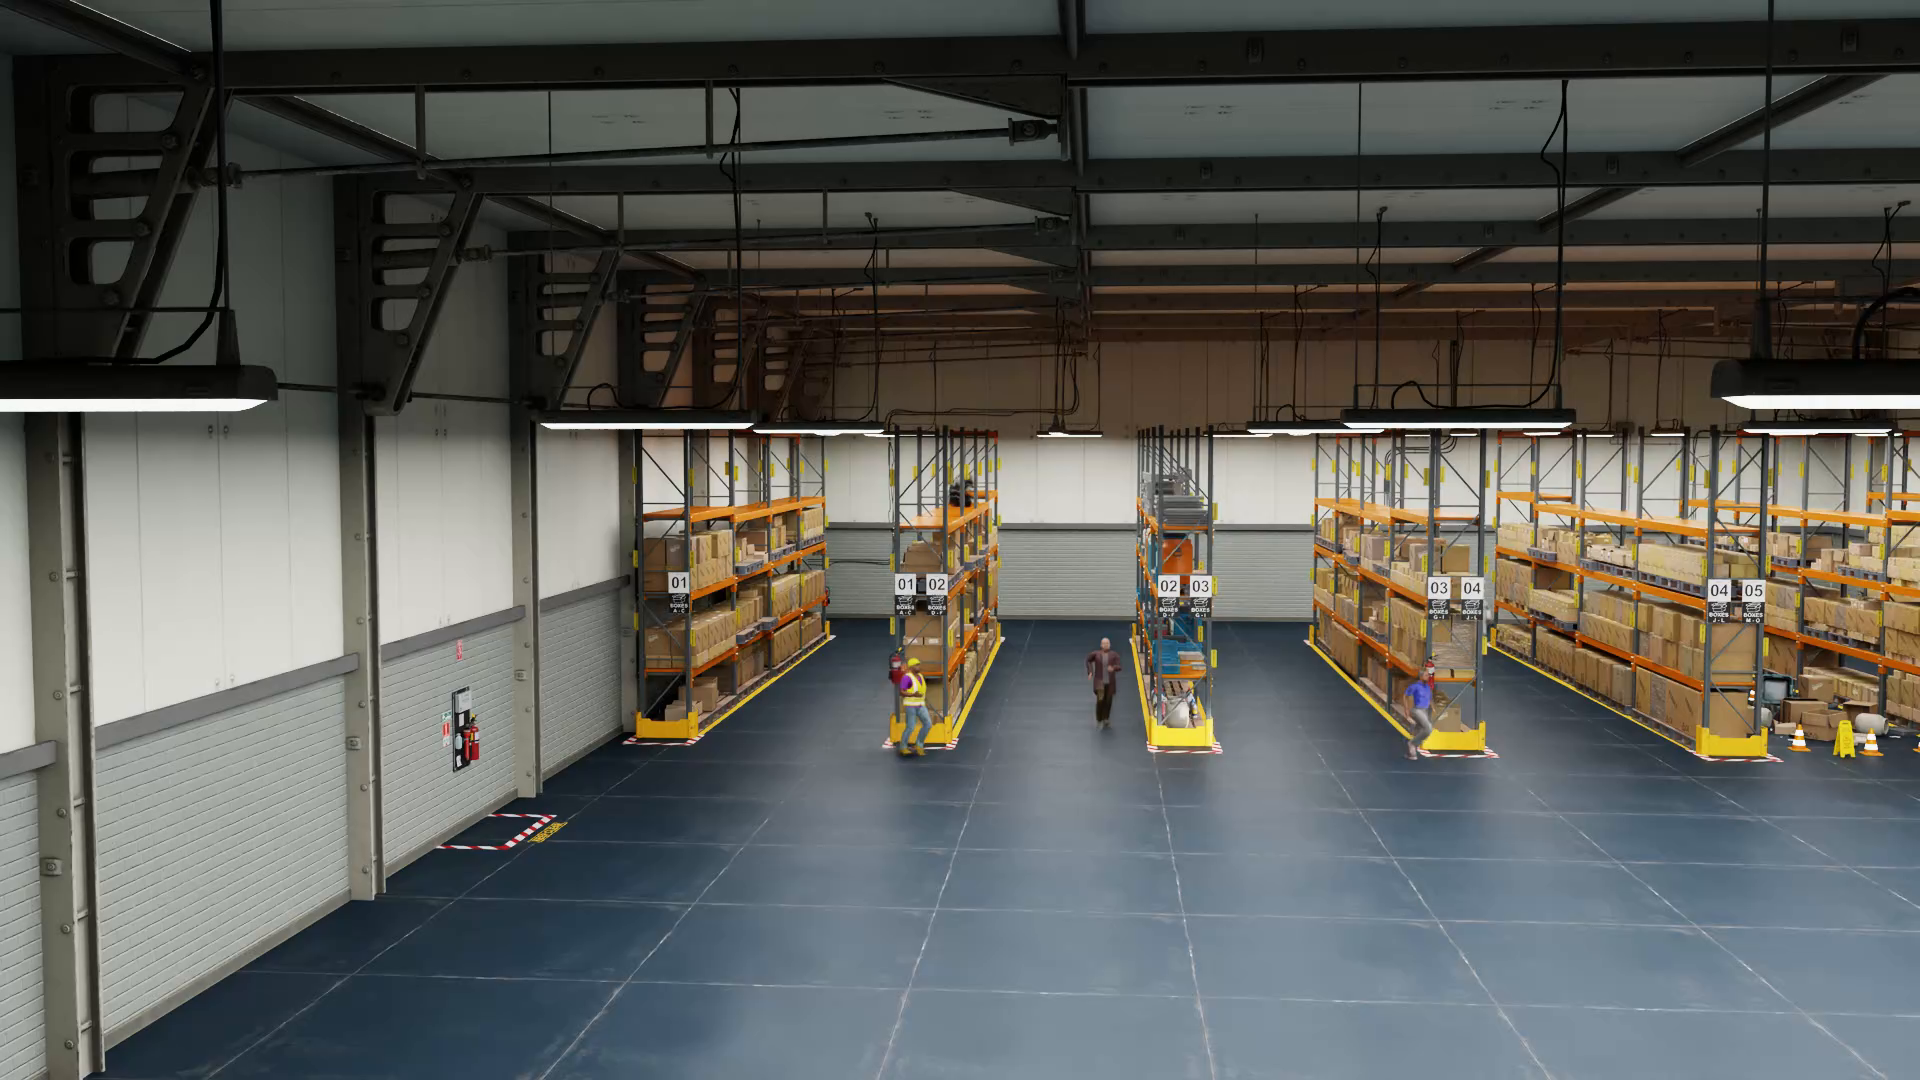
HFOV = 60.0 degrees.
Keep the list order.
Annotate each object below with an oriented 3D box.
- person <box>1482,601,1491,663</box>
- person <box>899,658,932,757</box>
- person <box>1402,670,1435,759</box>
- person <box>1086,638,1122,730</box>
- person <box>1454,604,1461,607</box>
[{"bbox_3d":[13.423,2.244,43.176,0.717,1.789,1.041,0,3,6],"label":"person"},{"bbox_3d":[-0.803,3.034,30.125,0.627,1.795,0.705,3,5,42],"label":"person"},{"bbox_3d":[8.302,3.186,29.808,0.597,1.475,0.557,-3,4,-38],"label":"person"},{"bbox_3d":[2.863,2.858,33.006,0.658,1.834,0.809,0,3,-4],"label":"person"},{"bbox_3d":[13.557,2.124,46.009,0.747,1.692,0.571,2,4,33],"label":"person"}]
